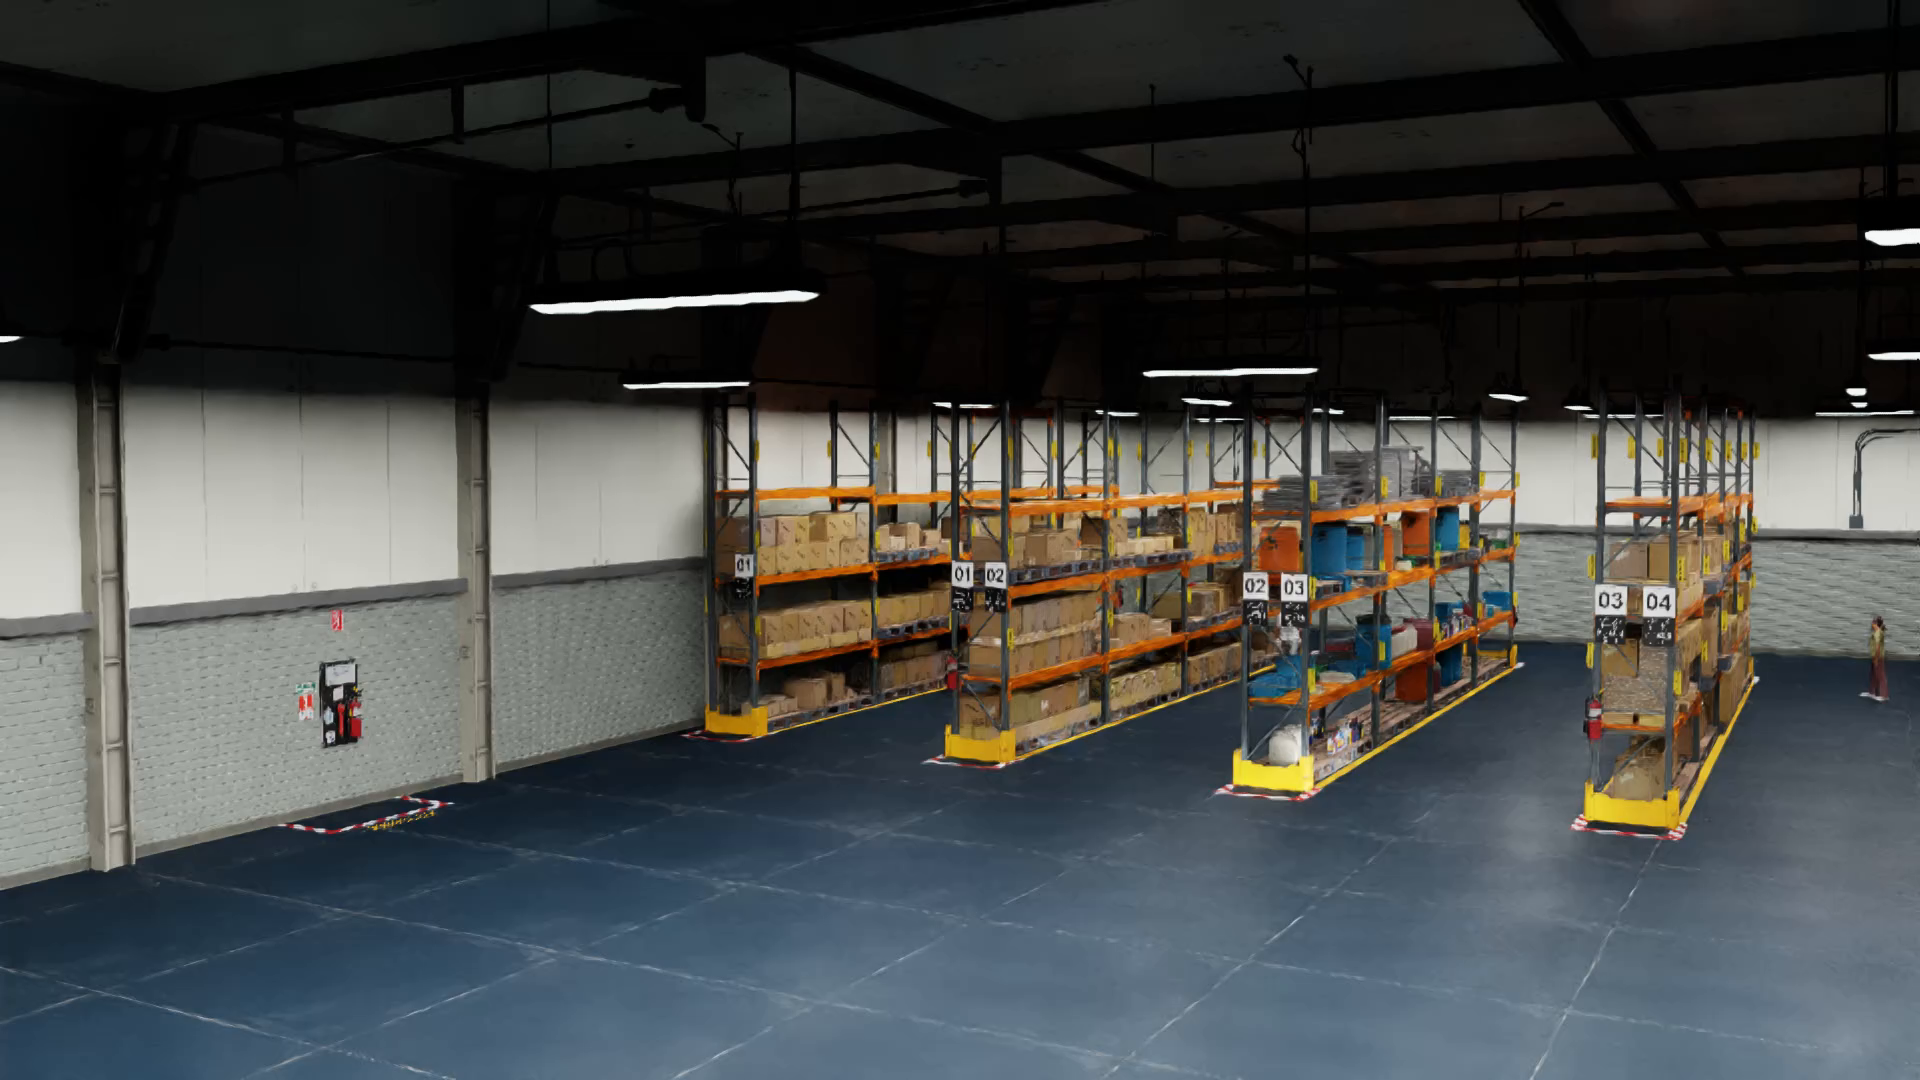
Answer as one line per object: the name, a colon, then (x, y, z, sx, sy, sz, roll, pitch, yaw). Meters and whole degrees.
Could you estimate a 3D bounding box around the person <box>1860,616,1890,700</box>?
person: (18.397, 2.358, 33.402, 0.557, 1.668, 0.636, 2, 4, 36)

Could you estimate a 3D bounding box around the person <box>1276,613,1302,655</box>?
person: (7.196, 2.159, 36.482, 0.571, 1.701, 1.112, 2, 3, 27)

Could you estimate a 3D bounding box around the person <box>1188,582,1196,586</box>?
person: (5.784, 1.897, 41.395, 0.553, 1.709, 1.123, 2, 4, 31)
